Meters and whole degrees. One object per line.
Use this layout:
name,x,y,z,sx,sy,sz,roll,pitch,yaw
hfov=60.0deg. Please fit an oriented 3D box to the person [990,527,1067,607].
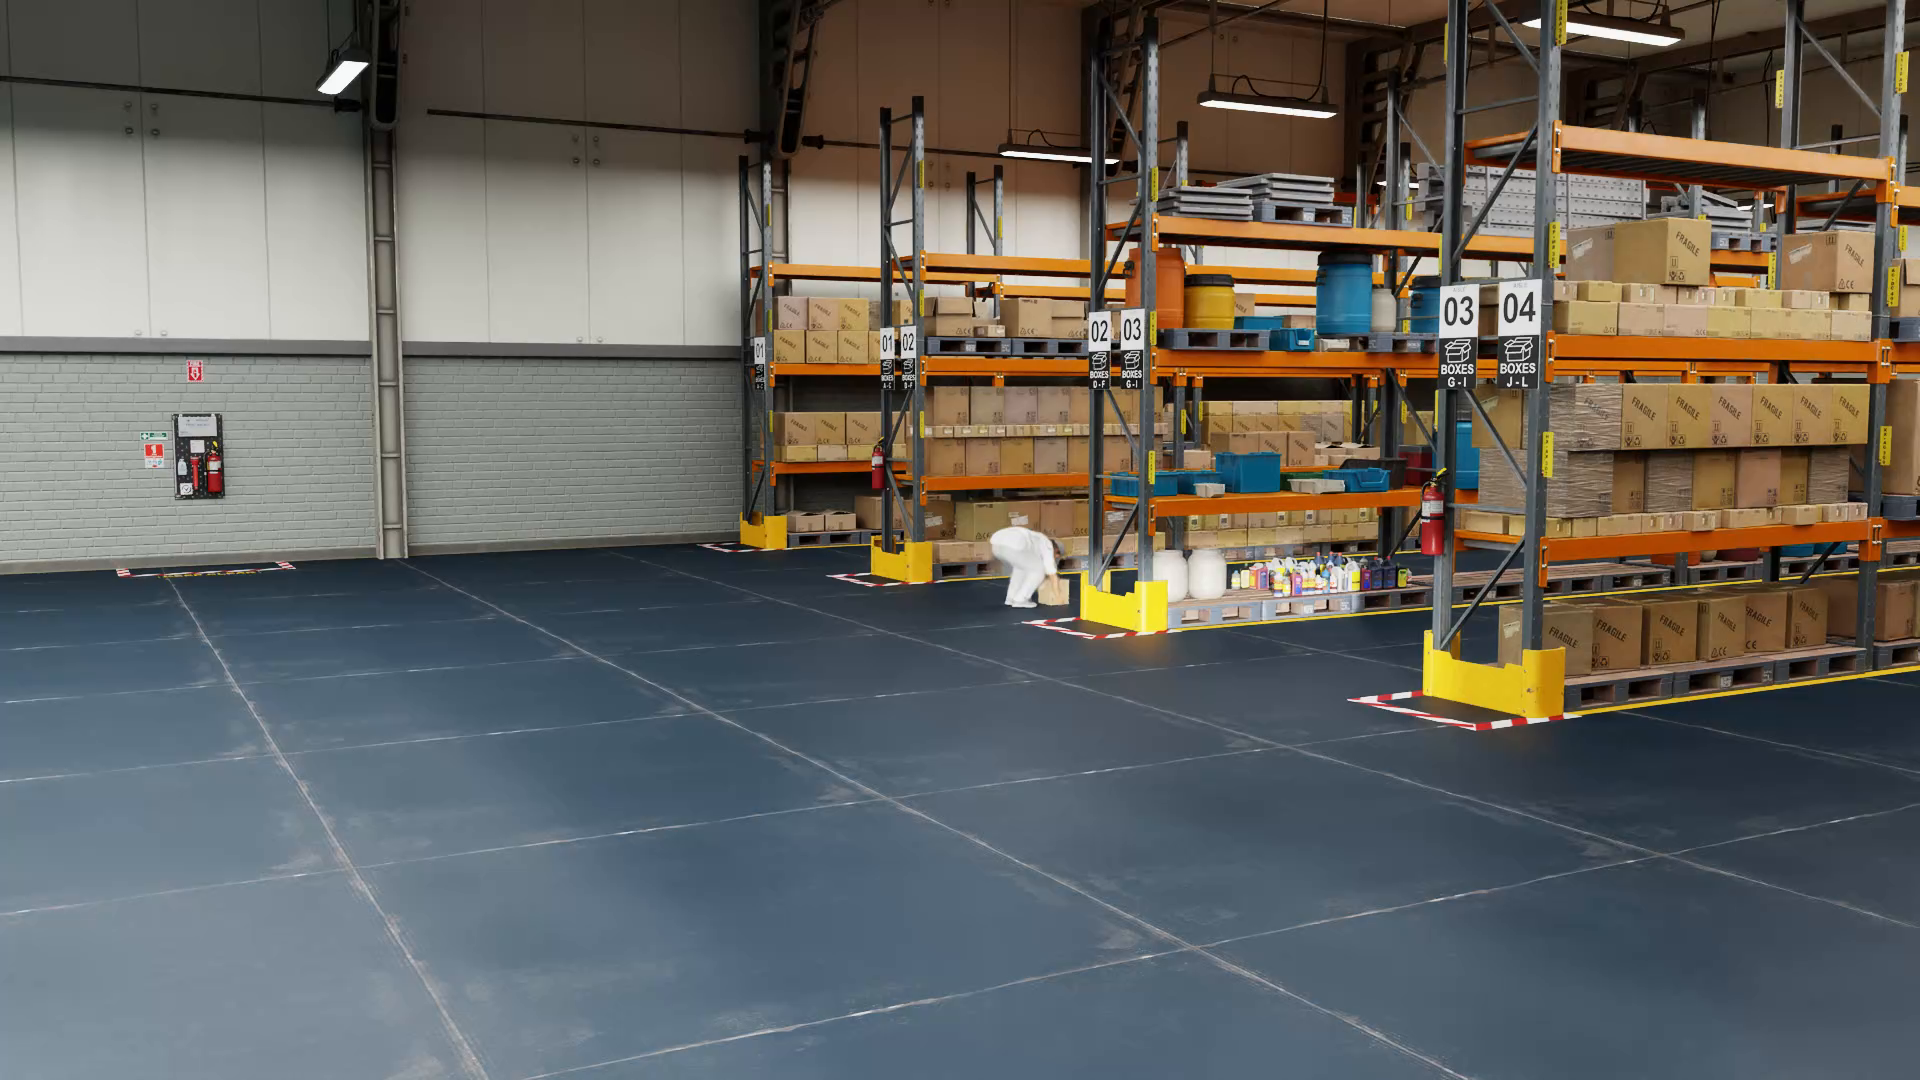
person,0.783,0.293,18.599,0.936,0.886,0.507,-3,6,-31
